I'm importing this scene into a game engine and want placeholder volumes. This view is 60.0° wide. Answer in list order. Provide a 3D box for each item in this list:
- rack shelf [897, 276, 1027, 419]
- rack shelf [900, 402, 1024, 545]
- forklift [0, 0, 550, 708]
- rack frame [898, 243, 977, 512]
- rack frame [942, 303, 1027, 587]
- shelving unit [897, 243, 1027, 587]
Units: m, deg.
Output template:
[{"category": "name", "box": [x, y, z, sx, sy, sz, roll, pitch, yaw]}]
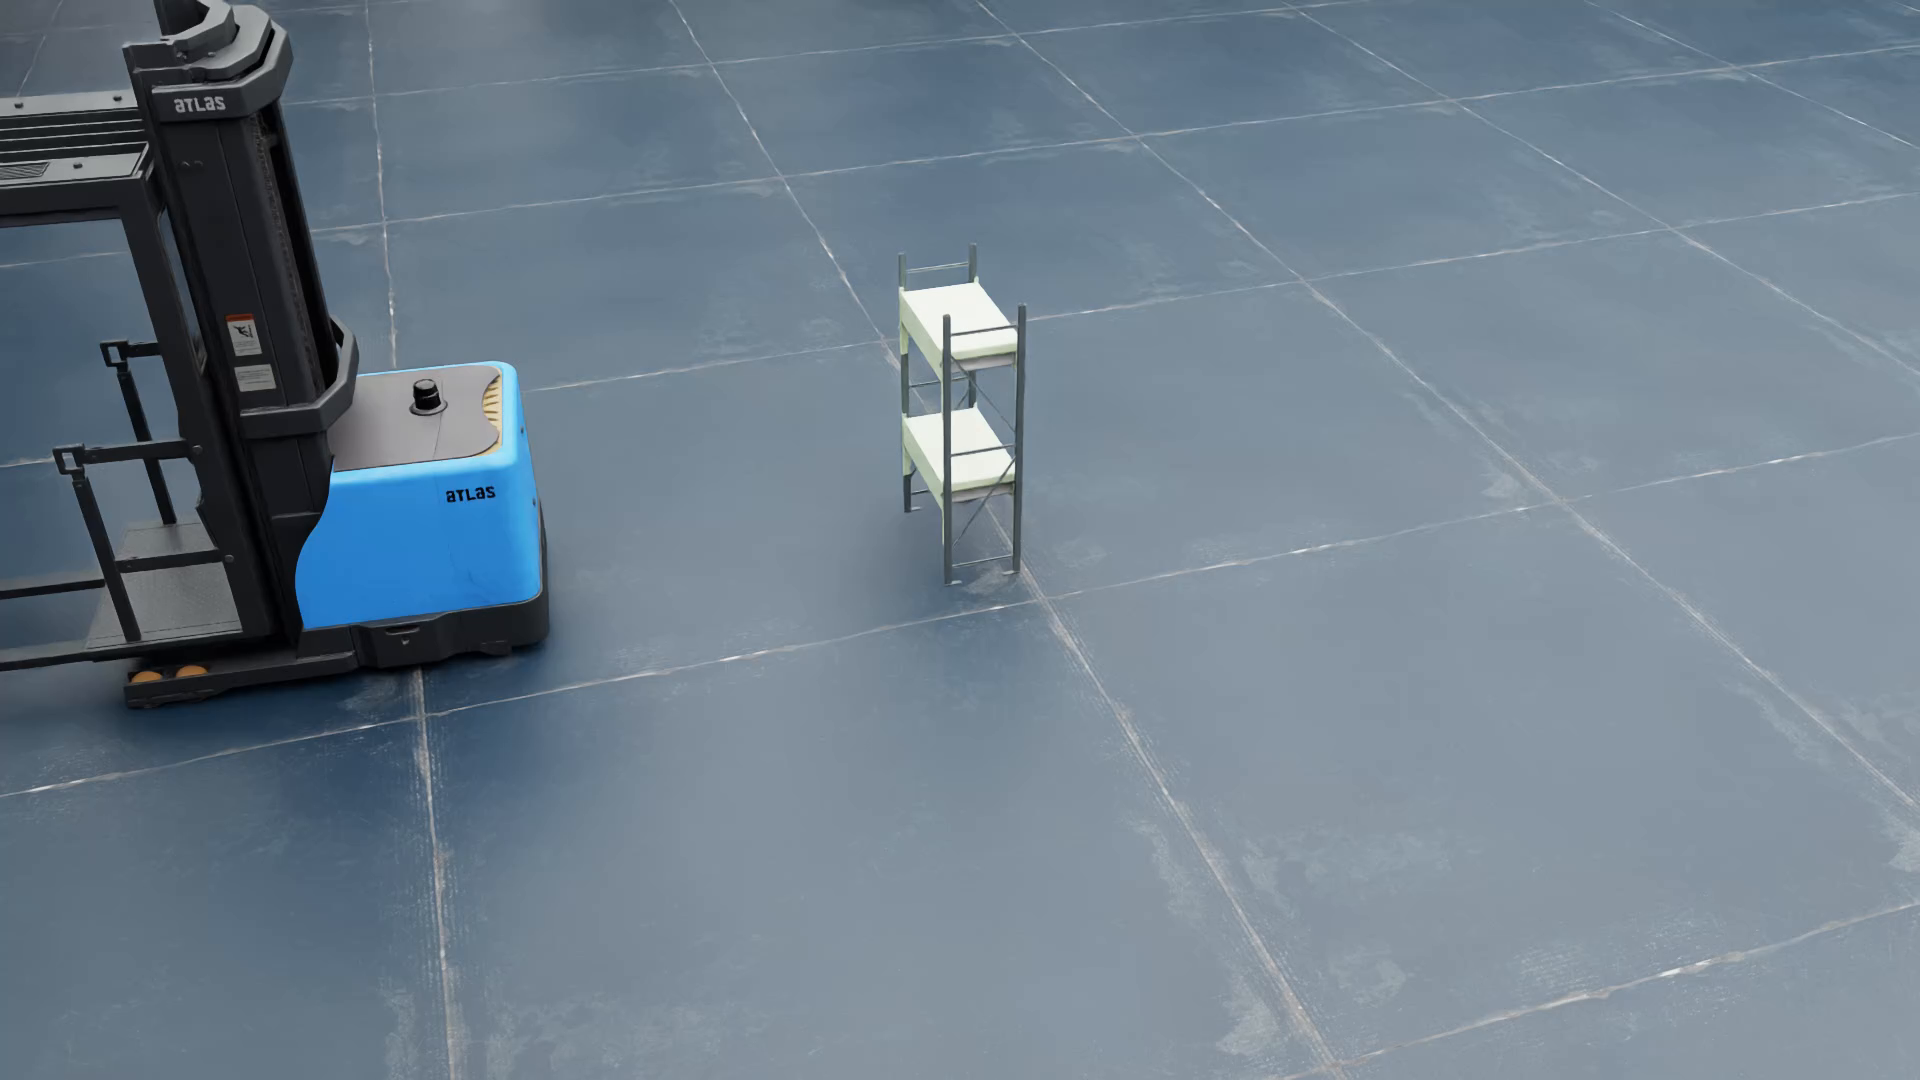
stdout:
[{"category": "rack shelf", "box": [0.002, -0.948, 8.116, 0.431, 0.370, 0.720, -10, 35, -15]}, {"category": "rack shelf", "box": [0.002, -0.350, 8.511, 0.431, 0.370, 0.720, -10, 35, -15]}, {"category": "forklift", "box": [-3.539, -0.777, 7.267, 3.031, 2.935, 1.130, -7, 34, -11]}, {"category": "rack frame", "box": [-0.110, -0.814, 8.622, 0.400, 1.500, 0.023, -10, 35, -15]}, {"category": "rack frame", "box": [0.114, -0.430, 8.040, 0.400, 1.500, 0.023, -10, 35, -15]}, {"category": "shelving unit", "box": [0.002, -0.622, 8.331, 0.431, 1.500, 0.755, -10, 35, -15]}]
